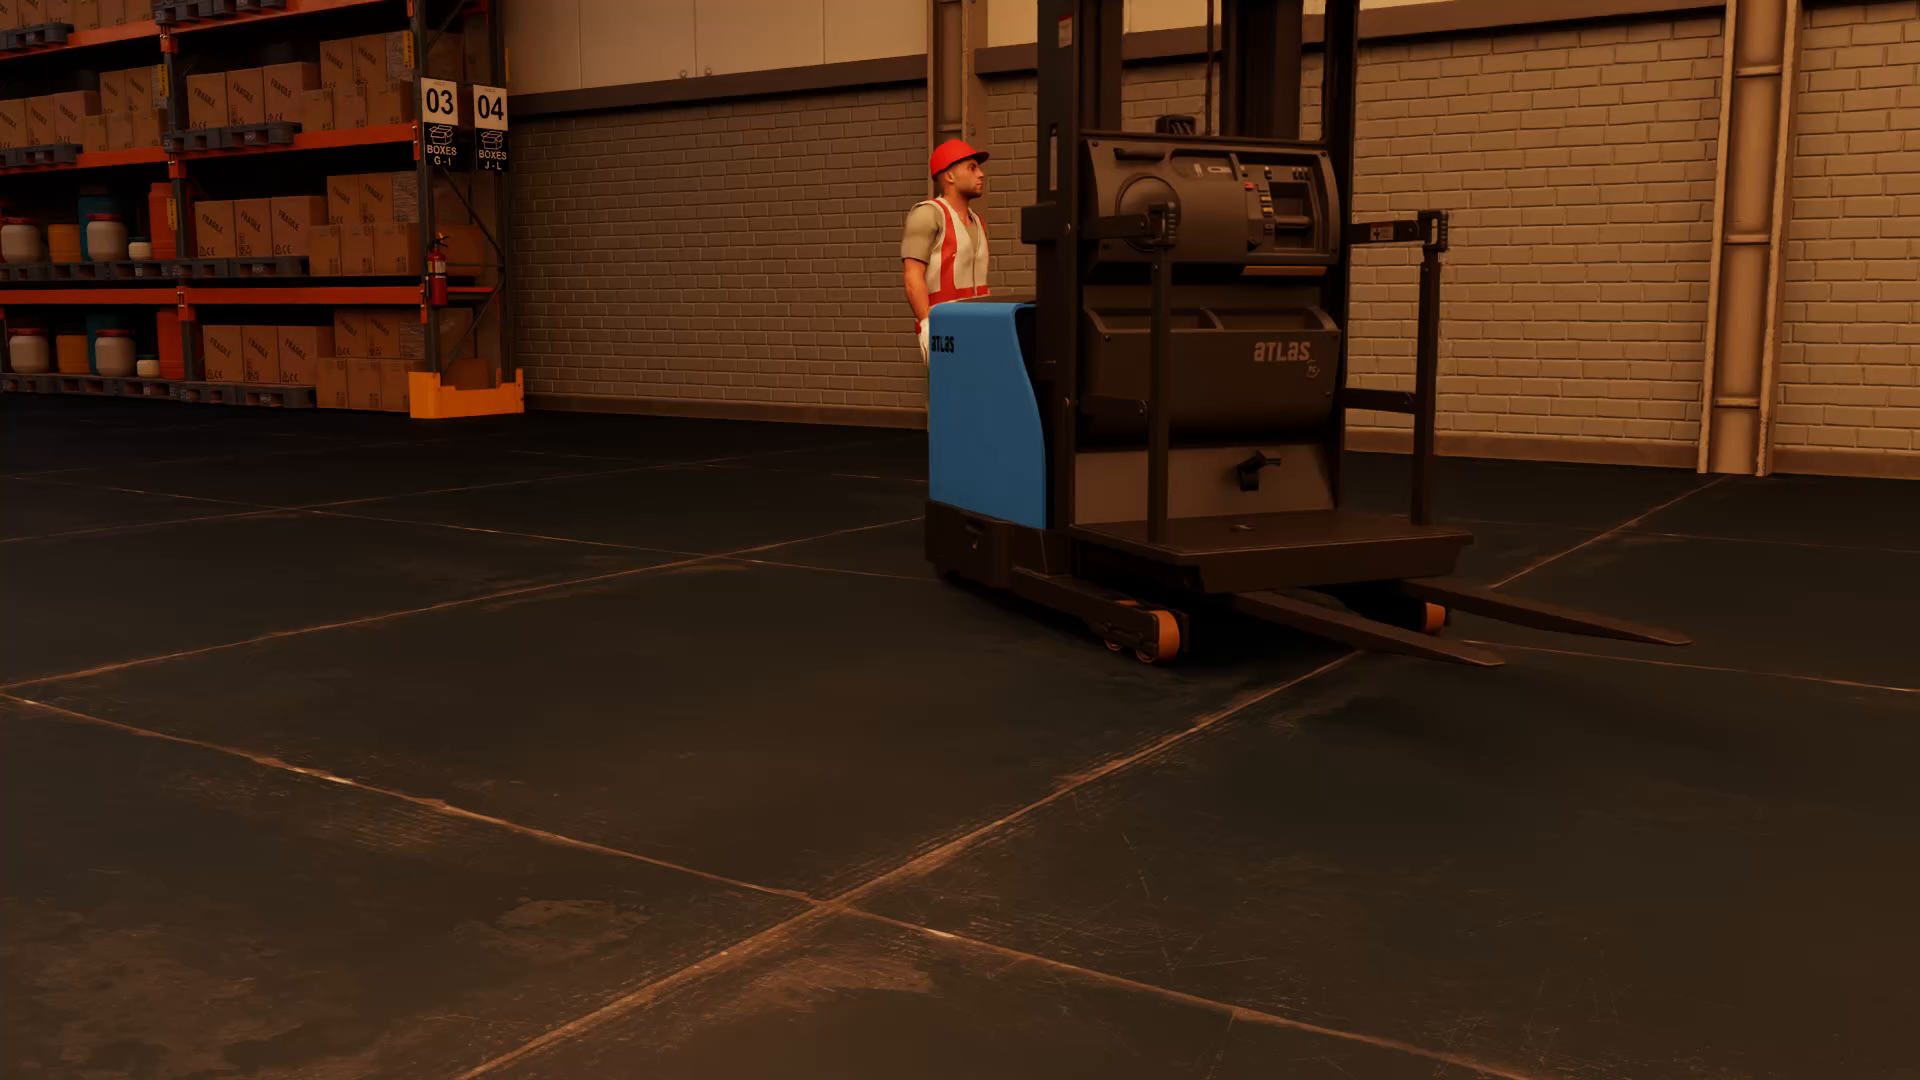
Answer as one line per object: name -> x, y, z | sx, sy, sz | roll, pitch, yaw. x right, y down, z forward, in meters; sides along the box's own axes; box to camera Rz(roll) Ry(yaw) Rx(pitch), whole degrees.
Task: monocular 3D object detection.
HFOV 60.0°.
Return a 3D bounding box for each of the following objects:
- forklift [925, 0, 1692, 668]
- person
forklift -> 0.930, -1.147, 5.262 | 1.130, 2.935, 3.031 | -4, 9, -24
person -> 0.060, -0.885, 7.423 | 0.564, 1.787, 0.638 | 5, 10, 34
